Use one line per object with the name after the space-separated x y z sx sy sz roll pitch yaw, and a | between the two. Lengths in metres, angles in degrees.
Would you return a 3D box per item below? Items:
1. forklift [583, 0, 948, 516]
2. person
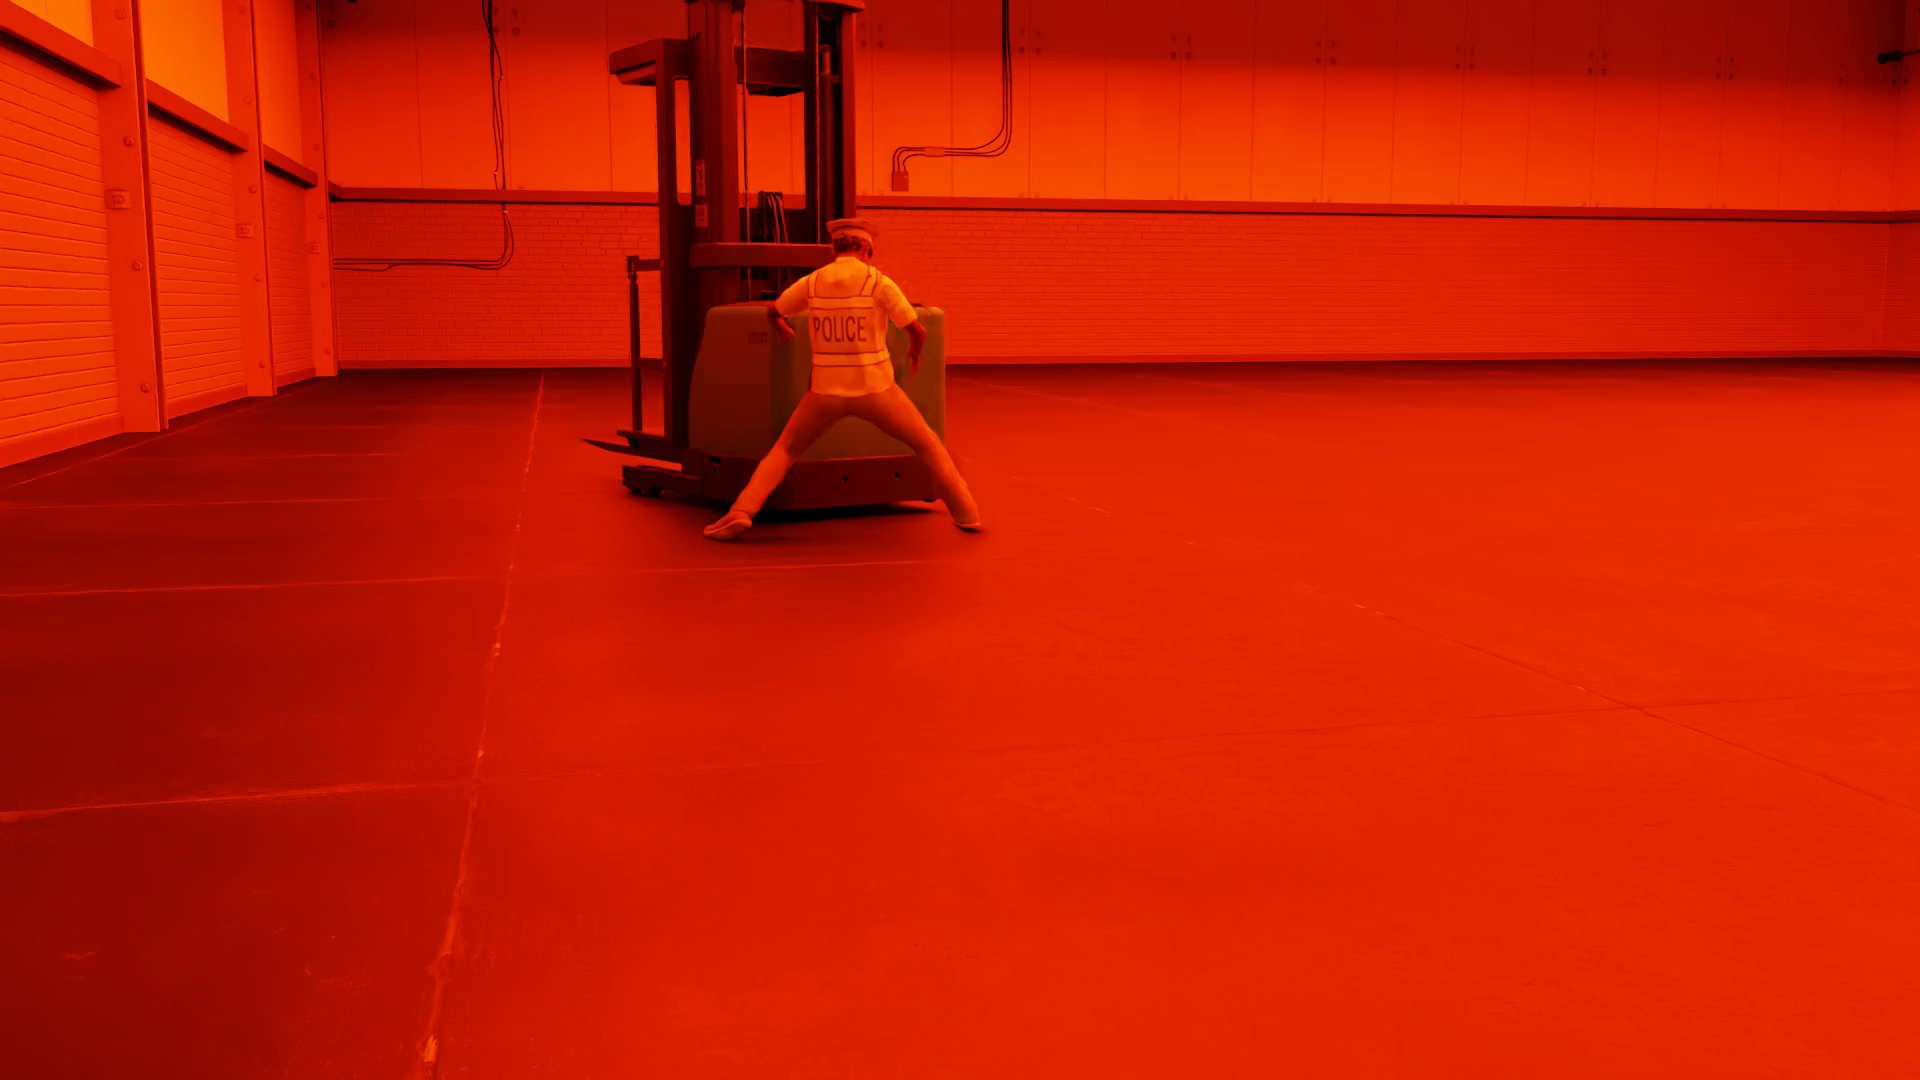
-1.308 -1.736 9.536 1.130 2.935 3.031 -5 10 -34 | forklift
-0.534 -0.753 7.806 1.201 1.474 0.890 2 8 12 | person
